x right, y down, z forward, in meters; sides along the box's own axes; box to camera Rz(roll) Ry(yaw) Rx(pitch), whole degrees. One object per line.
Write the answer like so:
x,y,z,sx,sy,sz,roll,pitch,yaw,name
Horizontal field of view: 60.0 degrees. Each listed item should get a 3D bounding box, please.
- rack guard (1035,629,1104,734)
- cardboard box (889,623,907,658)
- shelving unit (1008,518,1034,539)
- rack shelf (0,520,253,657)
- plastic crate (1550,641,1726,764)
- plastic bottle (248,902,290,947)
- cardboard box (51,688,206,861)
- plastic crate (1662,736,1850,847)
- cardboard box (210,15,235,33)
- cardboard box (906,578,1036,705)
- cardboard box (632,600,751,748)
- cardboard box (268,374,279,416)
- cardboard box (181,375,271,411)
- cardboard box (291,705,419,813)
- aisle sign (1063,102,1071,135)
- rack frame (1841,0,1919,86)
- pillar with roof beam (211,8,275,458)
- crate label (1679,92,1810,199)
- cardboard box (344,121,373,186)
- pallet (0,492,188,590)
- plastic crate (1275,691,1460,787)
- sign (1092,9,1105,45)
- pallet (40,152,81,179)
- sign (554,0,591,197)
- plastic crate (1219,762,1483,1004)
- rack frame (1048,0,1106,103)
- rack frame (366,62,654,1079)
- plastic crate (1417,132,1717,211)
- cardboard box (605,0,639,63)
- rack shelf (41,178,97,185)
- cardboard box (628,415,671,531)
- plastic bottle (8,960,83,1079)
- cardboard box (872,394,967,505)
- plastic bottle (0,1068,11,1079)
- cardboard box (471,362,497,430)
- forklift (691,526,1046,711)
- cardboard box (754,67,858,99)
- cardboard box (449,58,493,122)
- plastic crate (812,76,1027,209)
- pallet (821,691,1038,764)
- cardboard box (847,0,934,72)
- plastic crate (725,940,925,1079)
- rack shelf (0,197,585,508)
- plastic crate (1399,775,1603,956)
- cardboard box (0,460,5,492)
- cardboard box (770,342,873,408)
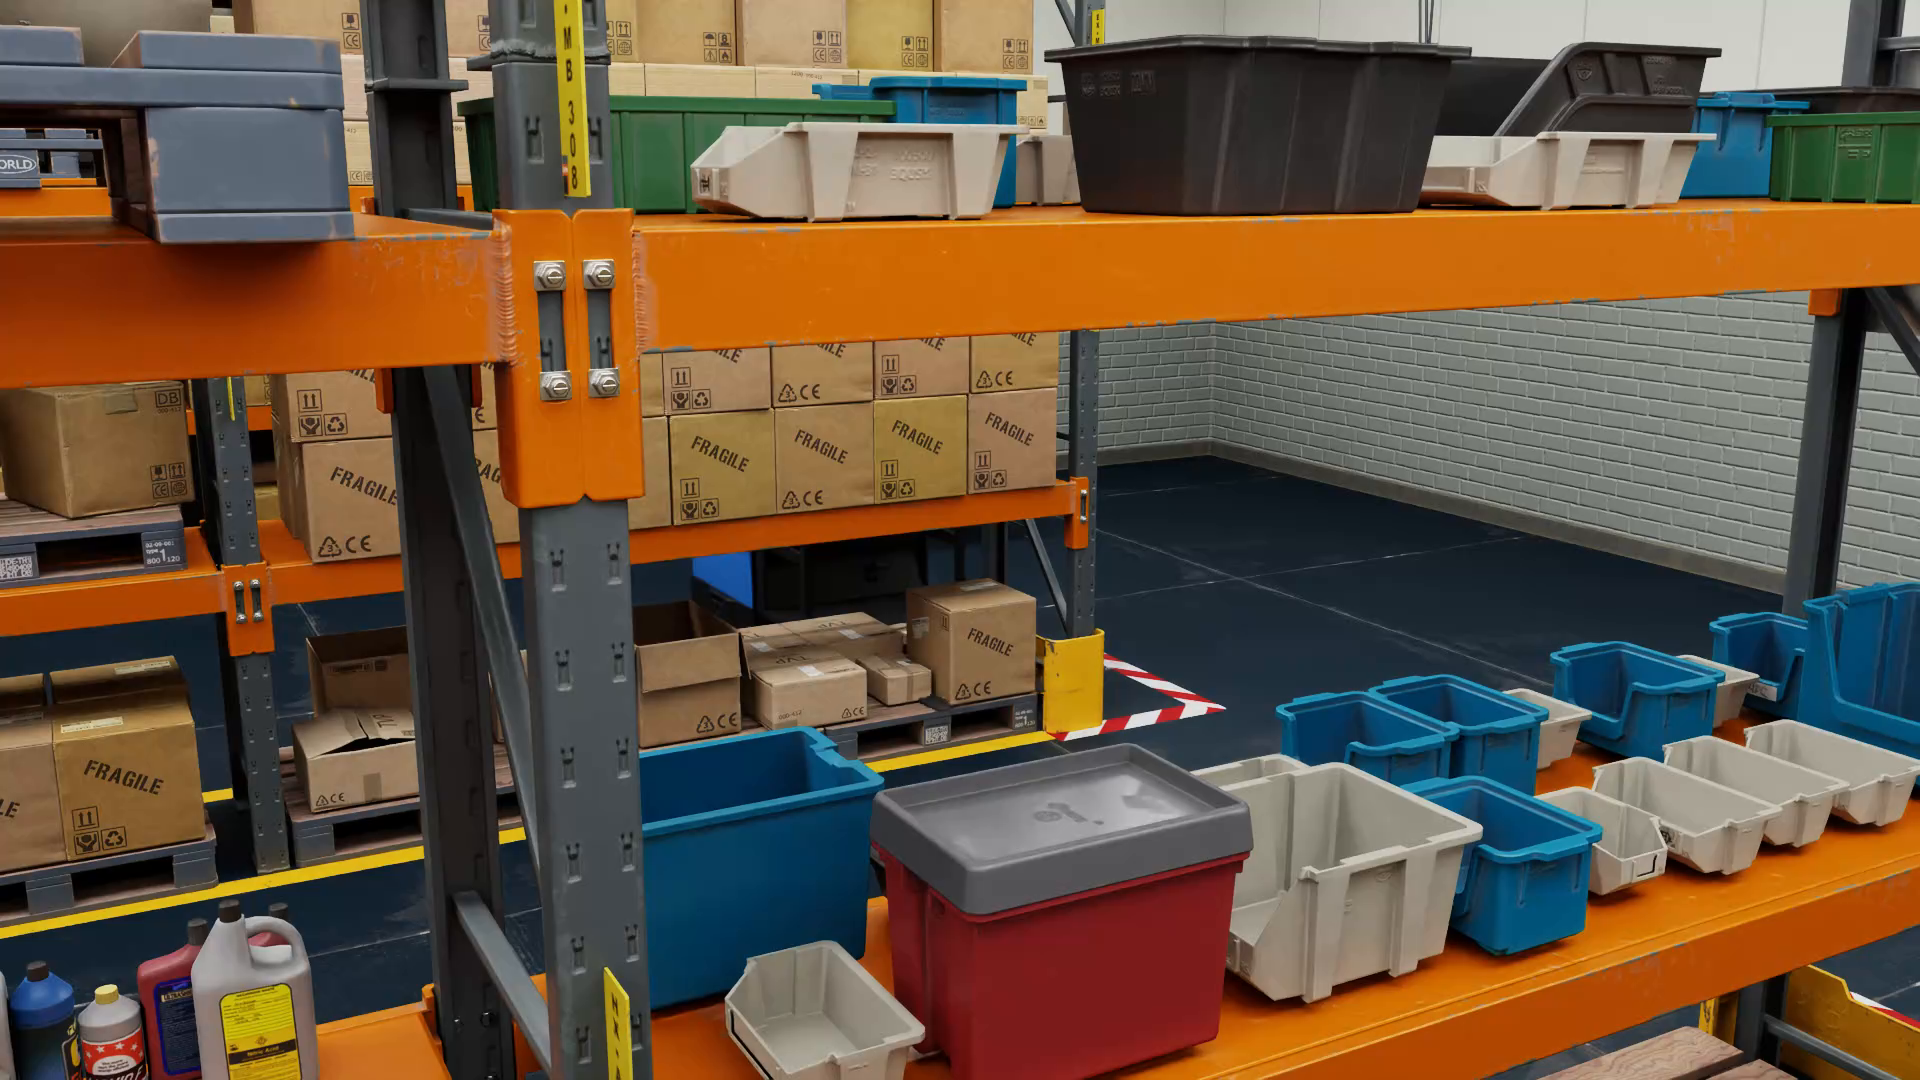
0.347,0.637,9.140,0.348,0.500,1.175,-7,14,-28,rack guard
-0.338,0.581,9.145,0.250,0.166,0.380,-7,14,-28,cardboard box
0.006,-0.549,12.989,1.048,1.125,0.538,-7,14,-28,shelving unit
-4.853,0.392,6.175,4.000,0.370,1.077,-7,14,-28,rack shelf
1.831,0.449,4.528,0.300,0.233,0.416,-7,14,-28,plastic crate
-1.254,0.799,2.994,0.133,0.283,0.061,-7,14,-28,plastic bottle
-3.393,0.942,6.781,0.500,0.500,0.500,-7,14,-28,cardboard box
1.893,0.612,4.021,0.243,0.136,0.396,-7,14,-28,plastic crate
-4.714,-3.155,10.912,0.500,0.500,0.500,-7,14,-28,cardboard box
0.054,0.519,8.662,0.500,0.500,0.500,-7,14,-28,cardboard box
-1.451,0.635,8.140,0.637,0.503,0.797,-7,14,-28,cardboard box
-2.778,-0.809,7.368,0.500,0.500,0.500,-7,14,-28,cardboard box
-4.990,-1.324,11.478,0.700,0.700,0.980,-7,14,-27,cardboard box
-2.625,0.925,7.289,0.500,0.311,0.500,-7,14,-28,cardboard box
0.620,-1.807,8.385,0.004,0.787,0.394,-7,14,-28,aisle sign
2.784,-2.562,3.999,0.127,3.000,1.000,-7,14,-28,rack frame
-3.212,-3.461,7.994,0.400,9.000,9.100,-7,14,-28,pillar with roof beam
1.819,-0.992,4.190,0.502,0.251,0.408,-7,14,-28,crate label
-2.552,-1.563,6.734,0.500,0.250,0.500,-7,14,-28,cardboard box
-3.851,-0.013,6.772,1.213,0.211,1.003,-7,14,-28,pallet
0.990,0.550,4.080,0.300,0.233,0.416,-7,14,-28,plastic crate
0.662,-2.377,7.990,0.005,0.325,0.100,-7,14,-28,sign
-6.255,-2.388,10.492,1.217,0.209,0.805,-8,15,-30,pallet
-0.465,-0.576,1.985,0.005,0.325,0.100,-7,14,-28,sign
0.701,0.689,3.350,0.530,0.282,0.437,-7,14,-28,plastic crate
0.413,-3.517,8.242,0.127,3.000,1.000,-7,14,-28,rack frame
-0.727,0.785,2.788,0.127,3.000,1.000,-7,14,-28,rack frame
1.089,-0.705,3.179,0.530,0.136,0.437,-7,14,-28,plastic crate
-1.746,-2.307,7.192,0.500,0.500,0.700,-7,14,-28,cardboard box
-7.230,-2.026,10.086,4.000,0.370,1.077,-7,14,-28,rack shelf
-1.631,-0.326,7.499,0.500,0.500,0.500,-7,14,-28,cardboard box
-1.549,0.844,2.818,0.097,0.271,0.097,0,13,0,plastic bottle
-0.303,-0.484,8.202,0.500,0.500,0.500,-7,14,-27,cardboard box
-1.561,0.918,2.650,0.097,0.201,0.097,0,13,0,plastic bottle
-2.096,-0.756,7.131,0.500,0.500,0.500,-7,15,-30,cardboard box
-0.563,-0.687,9.487,1.130,2.935,3.031,-7,15,-29,forklift
-0.795,-2.017,7.610,0.500,0.250,0.500,-7,14,-28,cardboard box
-2.114,-1.860,6.913,0.500,0.250,0.500,-7,14,-28,cardboard box
-0.081,-0.754,3.176,0.300,0.233,0.416,-7,14,-28,plastic crate
-0.353,0.862,8.798,1.213,0.211,1.003,-7,14,-28,pallet
-0.509,-2.497,8.035,0.500,0.500,0.700,-7,14,-28,cardboard box
-0.250,0.863,2.905,0.243,0.136,0.396,-7,14,-28,plastic crate
-2.483,-0.117,1.602,4.000,0.370,1.077,-7,14,-28,rack shelf
1.104,0.682,3.490,0.300,0.233,0.416,-7,14,-28,plastic crate
-5.983,-0.187,11.046,0.750,0.750,0.750,-7,14,-27,cardboard box
-0.741,-0.918,7.853,0.500,0.500,0.500,-6,14,-26,cardboard box
